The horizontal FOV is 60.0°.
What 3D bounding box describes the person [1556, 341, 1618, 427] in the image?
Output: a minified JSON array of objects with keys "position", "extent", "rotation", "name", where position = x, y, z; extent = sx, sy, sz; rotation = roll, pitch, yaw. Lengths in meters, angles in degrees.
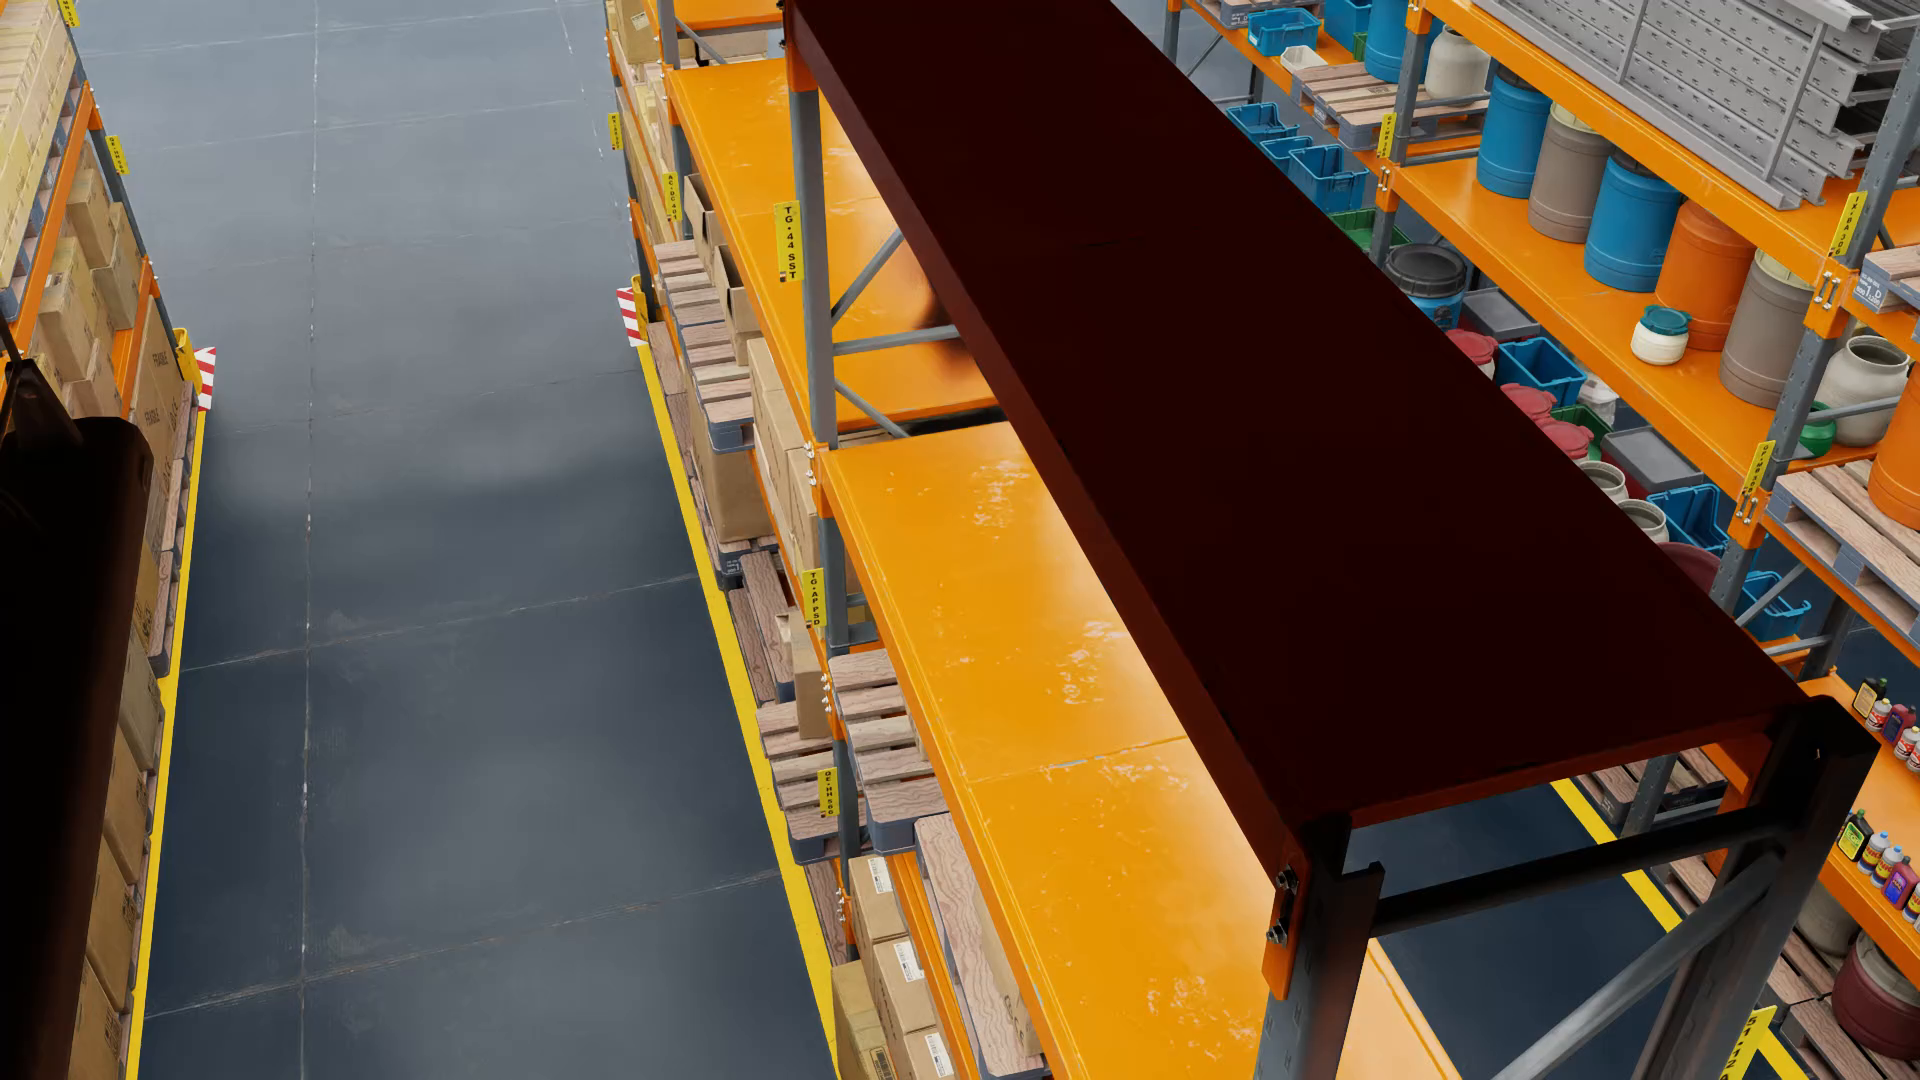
[{"position":[4.931,-1.153,12.894],"extent":[0.762,1.718,0.858],"rotation":[-27,46,-30],"name":"person"}]
